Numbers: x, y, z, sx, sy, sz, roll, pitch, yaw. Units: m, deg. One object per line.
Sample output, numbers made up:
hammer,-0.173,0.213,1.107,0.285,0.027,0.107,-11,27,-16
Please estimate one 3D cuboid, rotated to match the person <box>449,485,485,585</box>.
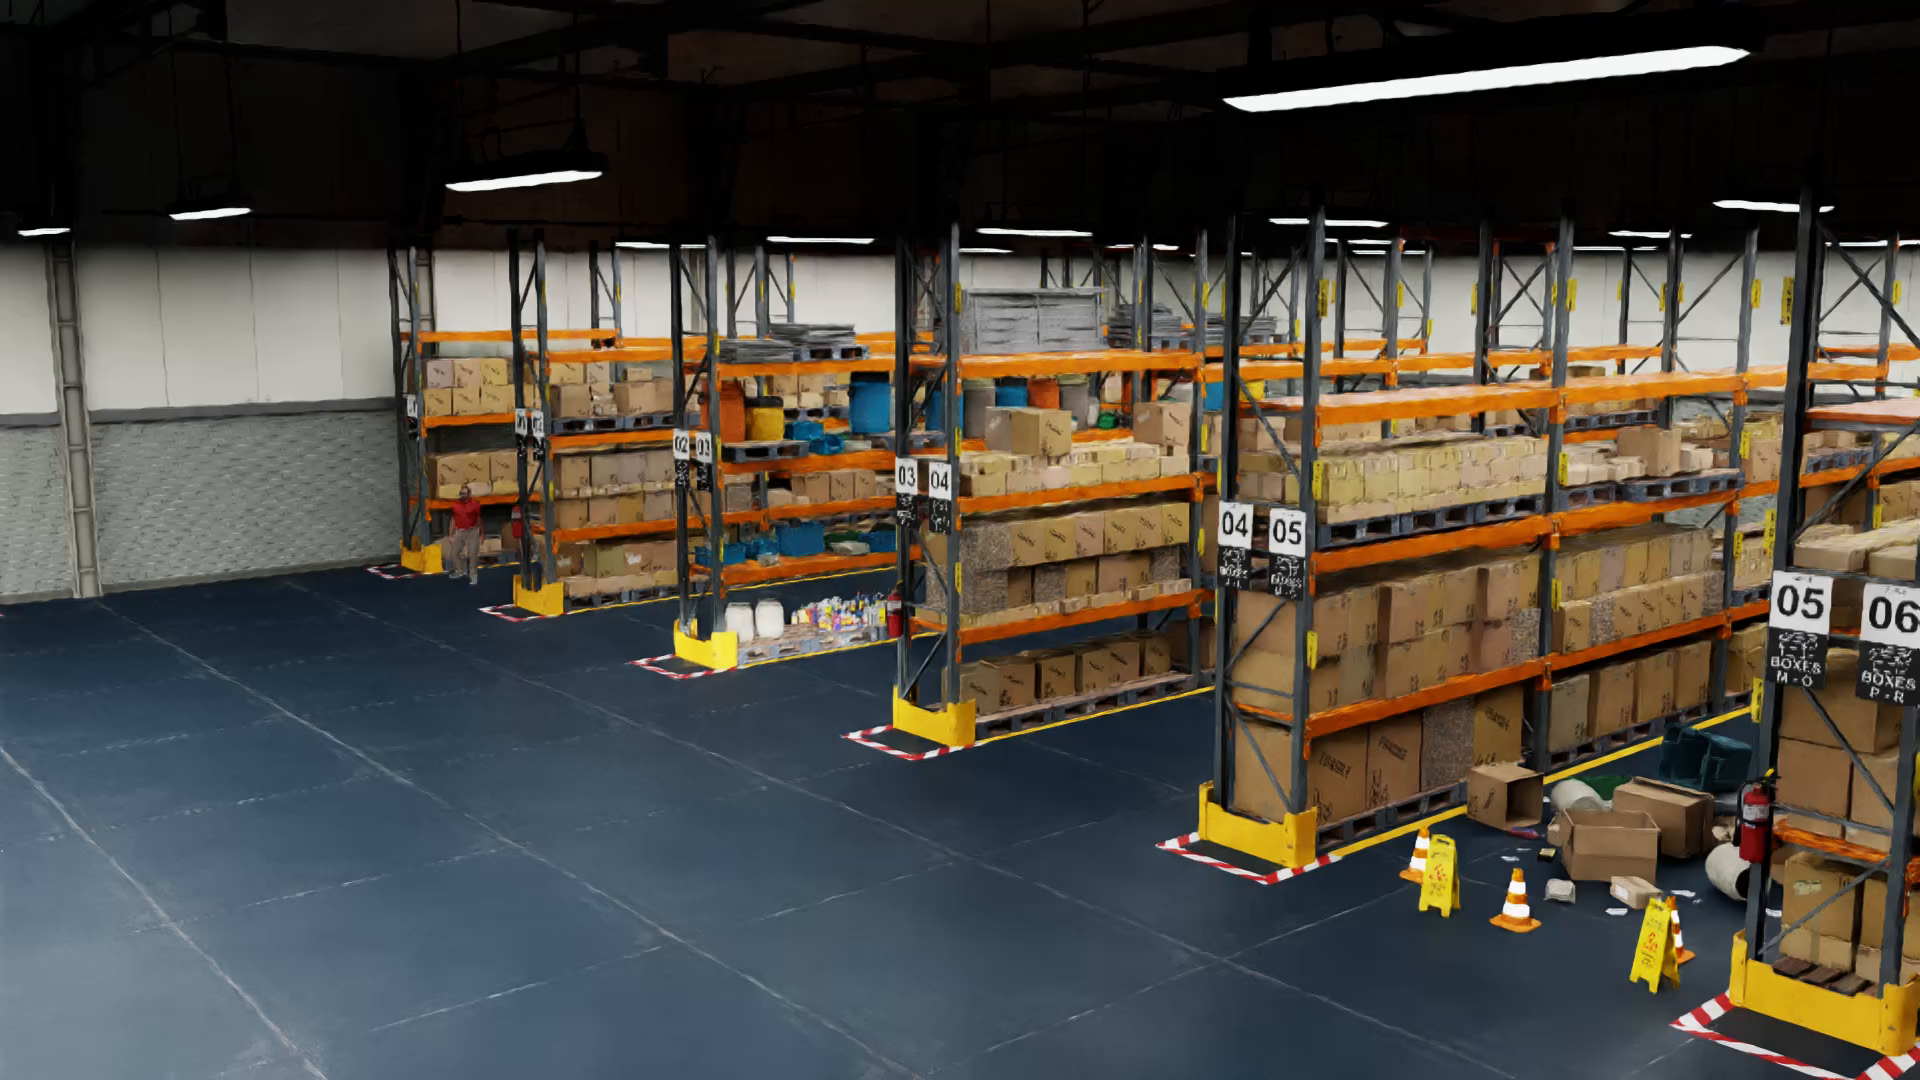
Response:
person,-8.615,-0.106,28.837,0.736,1.719,0.545,1,9,9
